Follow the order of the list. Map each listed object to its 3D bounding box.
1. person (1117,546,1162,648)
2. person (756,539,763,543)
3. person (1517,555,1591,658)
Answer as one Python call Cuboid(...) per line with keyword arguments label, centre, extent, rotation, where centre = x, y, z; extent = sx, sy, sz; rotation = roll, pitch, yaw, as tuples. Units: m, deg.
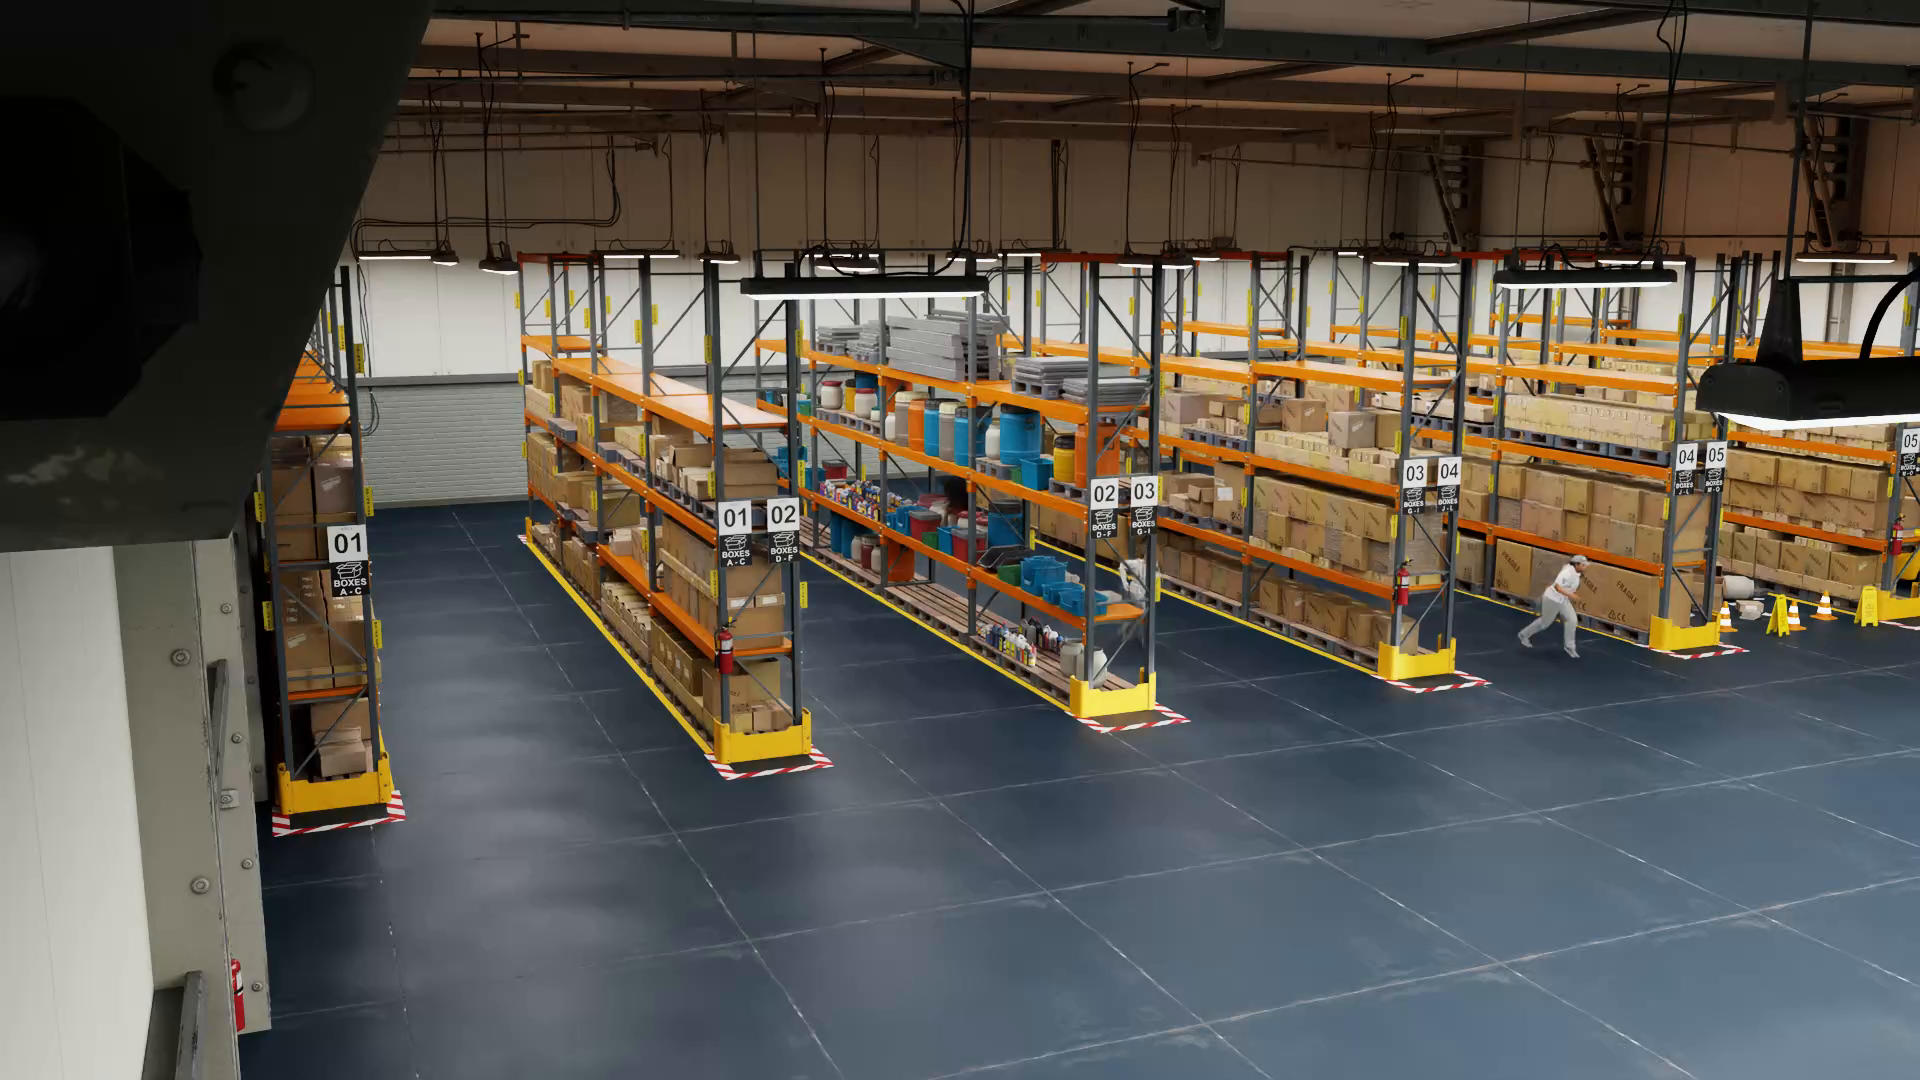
Cuboid(label="person", centre=(2.775, 0.854, 25.812), extent=(0.605, 1.677, 0.889), rotation=(-9, 13, -39))
Cuboid(label="person", centre=(-3.822, 0.112, 29.984), extent=(0.595, 1.601, 0.512), rotation=(-6, 12, -31))
Cuboid(label="person", centre=(9.095, 0.980, 25.451), extent=(1.037, 1.627, 0.648), rotation=(8, 13, 36))
